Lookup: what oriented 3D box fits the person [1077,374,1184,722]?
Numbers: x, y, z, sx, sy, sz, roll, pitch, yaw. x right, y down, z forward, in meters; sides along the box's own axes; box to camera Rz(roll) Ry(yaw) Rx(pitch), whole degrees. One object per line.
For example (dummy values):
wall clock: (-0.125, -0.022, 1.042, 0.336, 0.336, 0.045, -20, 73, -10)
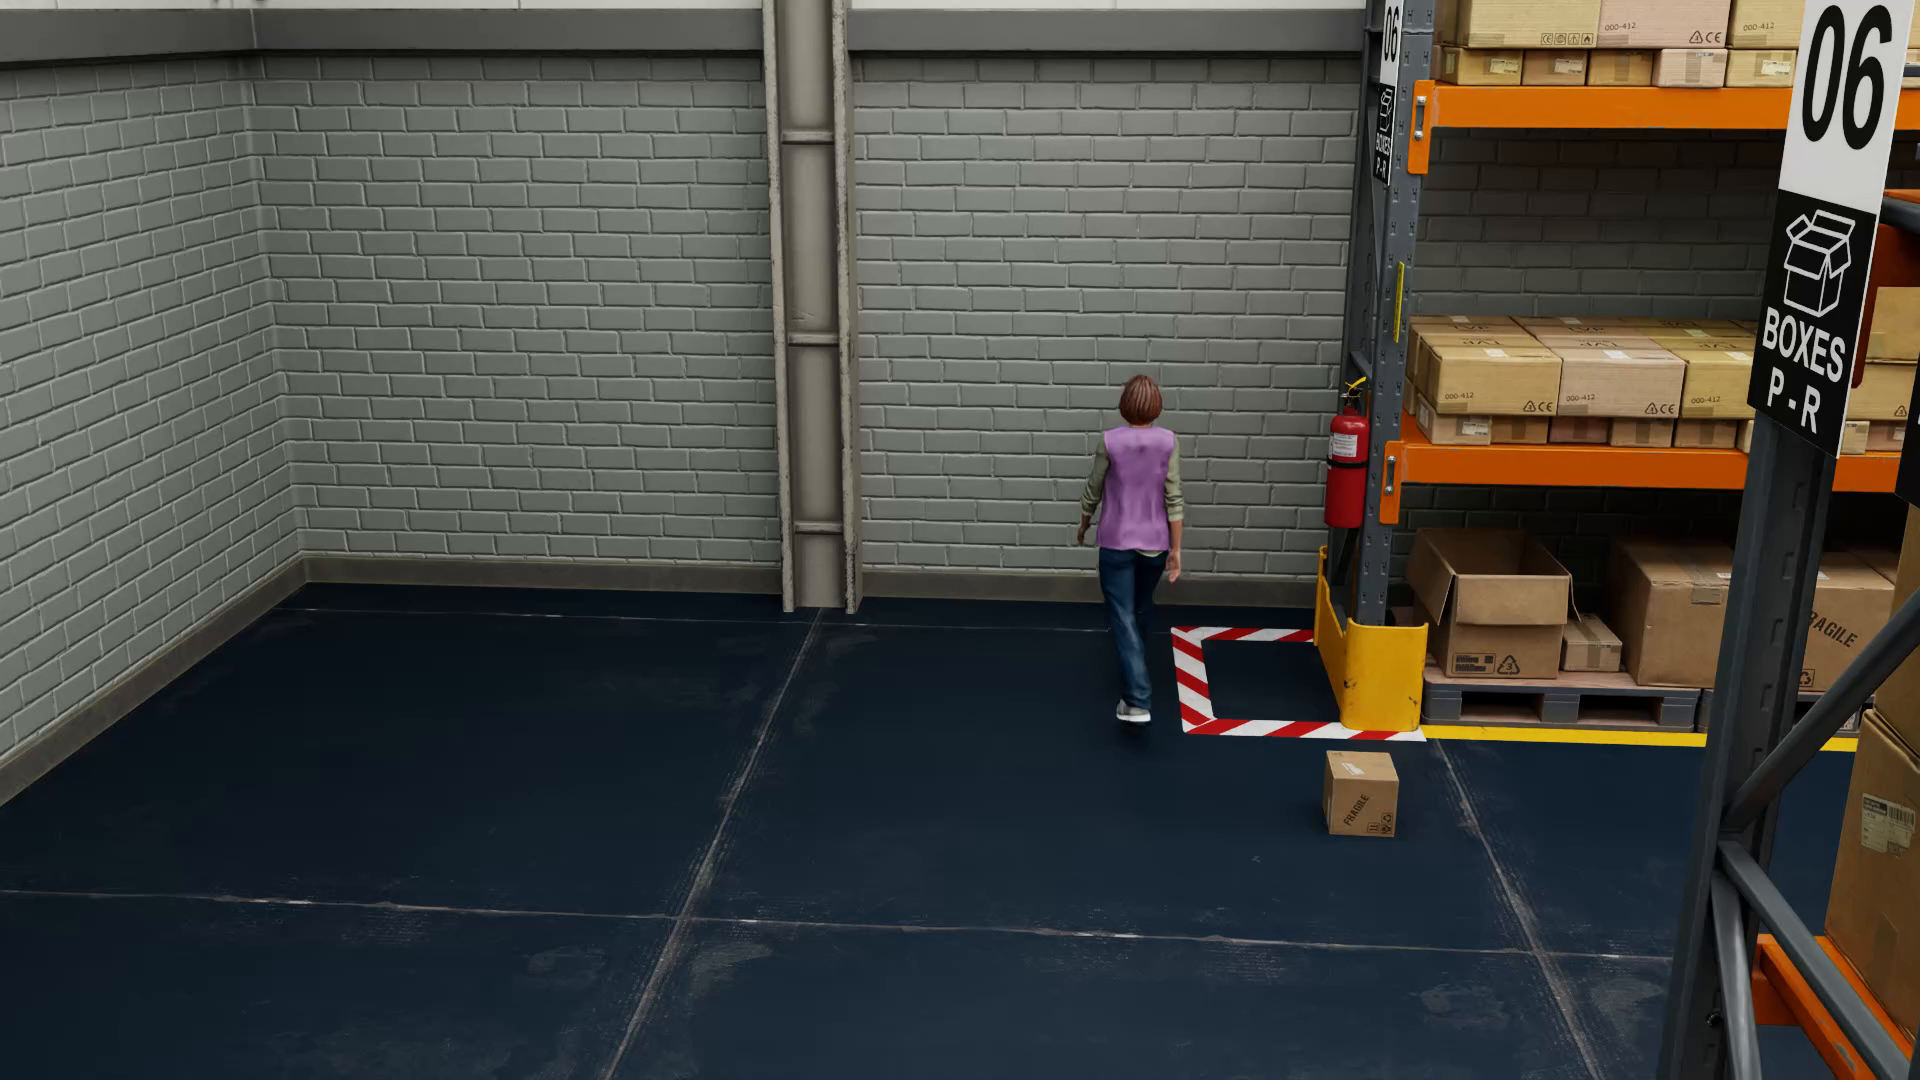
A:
person: (0.774, 0.002, 7.541, 0.430, 1.538, 0.979, -2, 18, -7)
